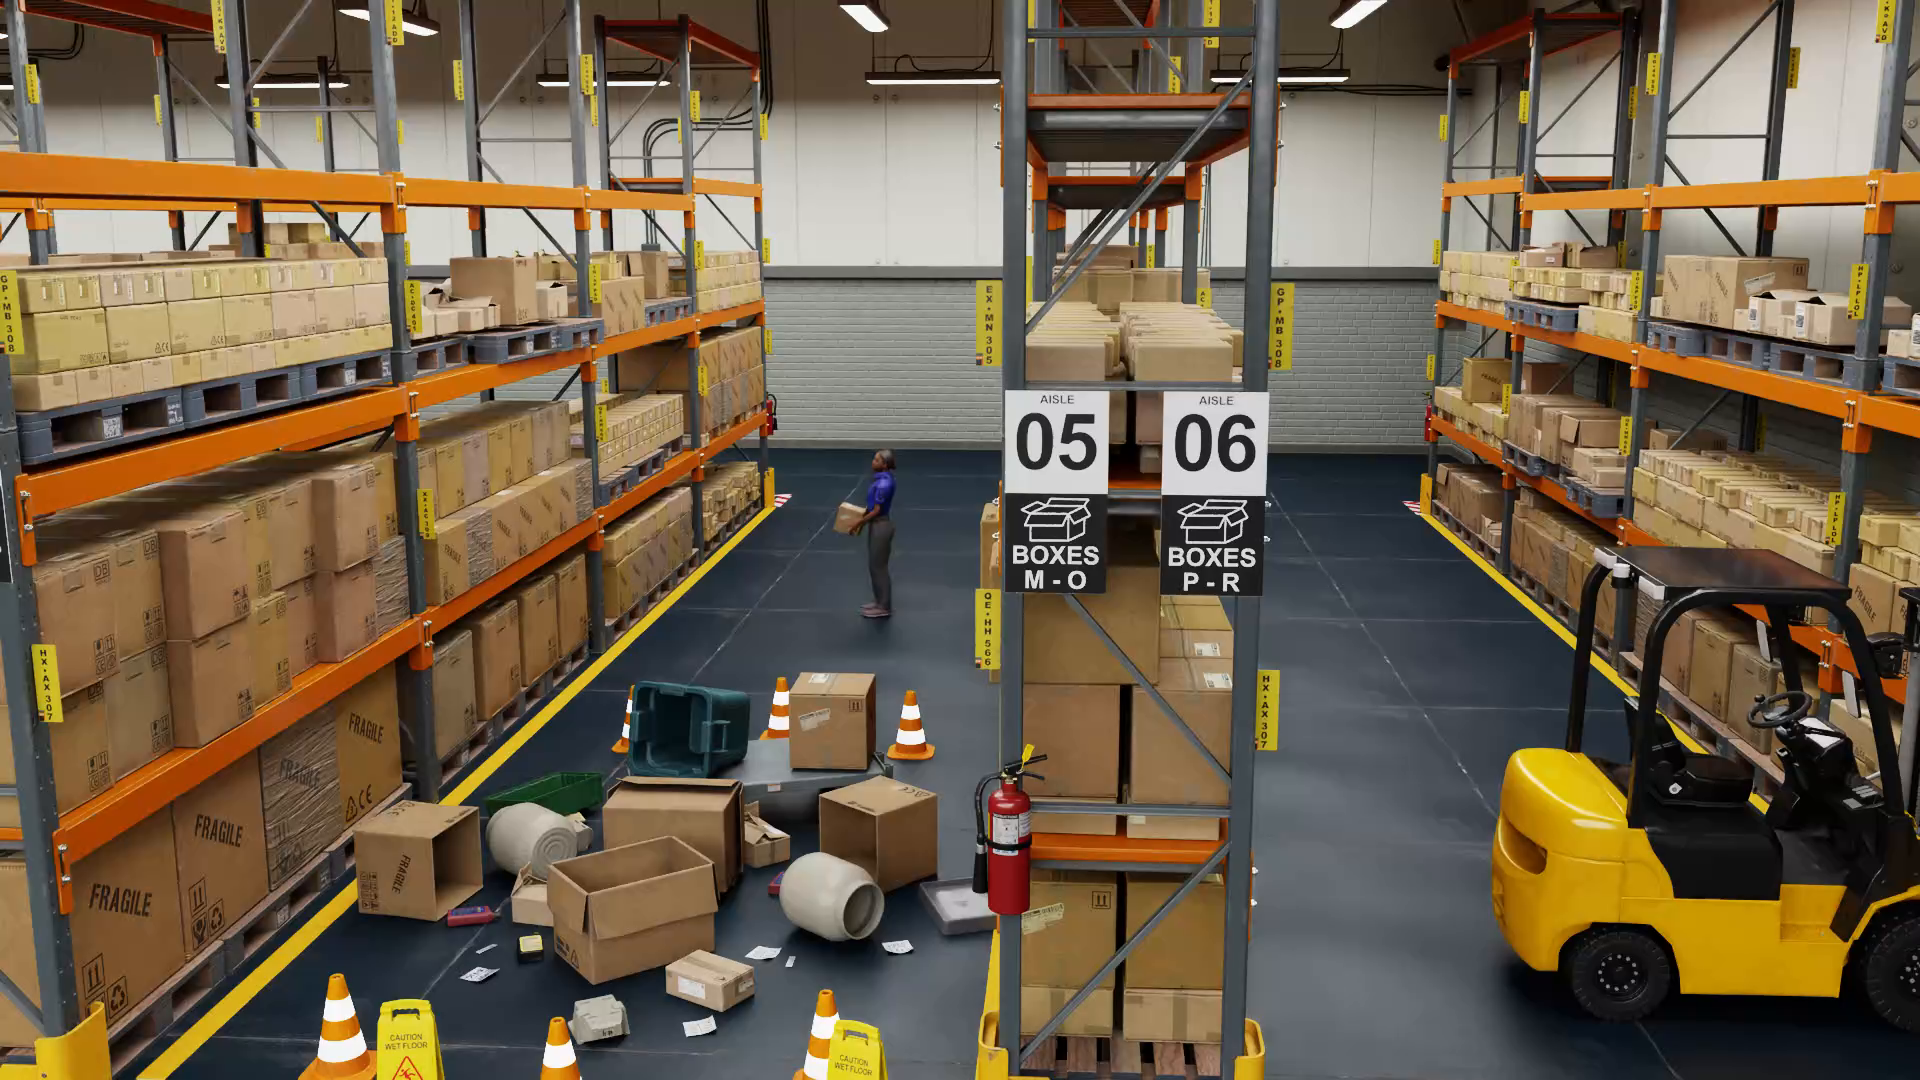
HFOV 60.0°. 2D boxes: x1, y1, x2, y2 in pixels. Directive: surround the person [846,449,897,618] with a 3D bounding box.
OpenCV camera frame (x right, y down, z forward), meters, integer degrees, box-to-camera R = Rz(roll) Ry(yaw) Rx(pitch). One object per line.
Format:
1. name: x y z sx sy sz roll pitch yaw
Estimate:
1. person: -0.865 -0.073 16.321 0.503 1.656 0.479 0 11 -2
